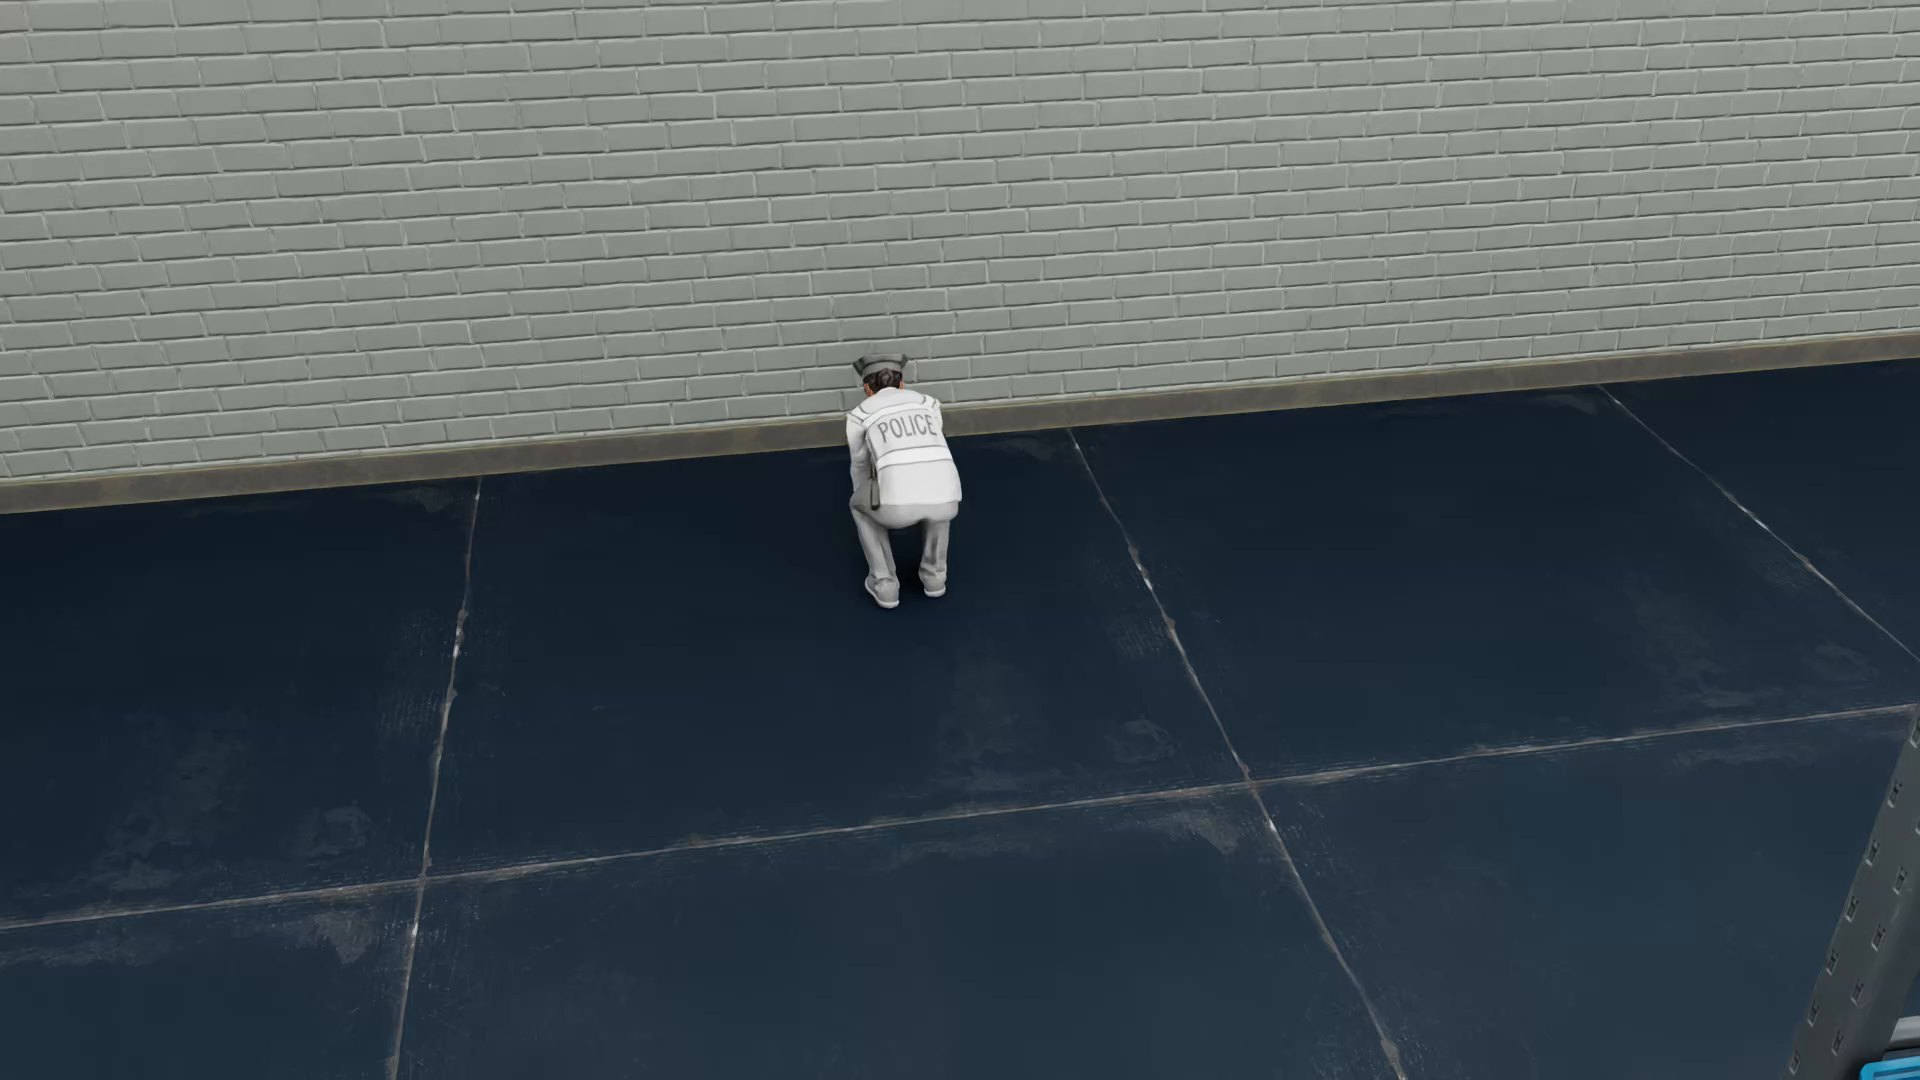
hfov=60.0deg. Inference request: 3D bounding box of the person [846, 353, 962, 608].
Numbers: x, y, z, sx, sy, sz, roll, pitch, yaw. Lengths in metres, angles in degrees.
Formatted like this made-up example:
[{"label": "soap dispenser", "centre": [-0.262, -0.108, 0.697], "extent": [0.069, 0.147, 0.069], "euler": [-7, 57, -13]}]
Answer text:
[{"label": "person", "centre": [-0.256, -0.262, 7.243], "extent": [0.454, 0.982, 0.883], "euler": [-6, 31, -10]}]
